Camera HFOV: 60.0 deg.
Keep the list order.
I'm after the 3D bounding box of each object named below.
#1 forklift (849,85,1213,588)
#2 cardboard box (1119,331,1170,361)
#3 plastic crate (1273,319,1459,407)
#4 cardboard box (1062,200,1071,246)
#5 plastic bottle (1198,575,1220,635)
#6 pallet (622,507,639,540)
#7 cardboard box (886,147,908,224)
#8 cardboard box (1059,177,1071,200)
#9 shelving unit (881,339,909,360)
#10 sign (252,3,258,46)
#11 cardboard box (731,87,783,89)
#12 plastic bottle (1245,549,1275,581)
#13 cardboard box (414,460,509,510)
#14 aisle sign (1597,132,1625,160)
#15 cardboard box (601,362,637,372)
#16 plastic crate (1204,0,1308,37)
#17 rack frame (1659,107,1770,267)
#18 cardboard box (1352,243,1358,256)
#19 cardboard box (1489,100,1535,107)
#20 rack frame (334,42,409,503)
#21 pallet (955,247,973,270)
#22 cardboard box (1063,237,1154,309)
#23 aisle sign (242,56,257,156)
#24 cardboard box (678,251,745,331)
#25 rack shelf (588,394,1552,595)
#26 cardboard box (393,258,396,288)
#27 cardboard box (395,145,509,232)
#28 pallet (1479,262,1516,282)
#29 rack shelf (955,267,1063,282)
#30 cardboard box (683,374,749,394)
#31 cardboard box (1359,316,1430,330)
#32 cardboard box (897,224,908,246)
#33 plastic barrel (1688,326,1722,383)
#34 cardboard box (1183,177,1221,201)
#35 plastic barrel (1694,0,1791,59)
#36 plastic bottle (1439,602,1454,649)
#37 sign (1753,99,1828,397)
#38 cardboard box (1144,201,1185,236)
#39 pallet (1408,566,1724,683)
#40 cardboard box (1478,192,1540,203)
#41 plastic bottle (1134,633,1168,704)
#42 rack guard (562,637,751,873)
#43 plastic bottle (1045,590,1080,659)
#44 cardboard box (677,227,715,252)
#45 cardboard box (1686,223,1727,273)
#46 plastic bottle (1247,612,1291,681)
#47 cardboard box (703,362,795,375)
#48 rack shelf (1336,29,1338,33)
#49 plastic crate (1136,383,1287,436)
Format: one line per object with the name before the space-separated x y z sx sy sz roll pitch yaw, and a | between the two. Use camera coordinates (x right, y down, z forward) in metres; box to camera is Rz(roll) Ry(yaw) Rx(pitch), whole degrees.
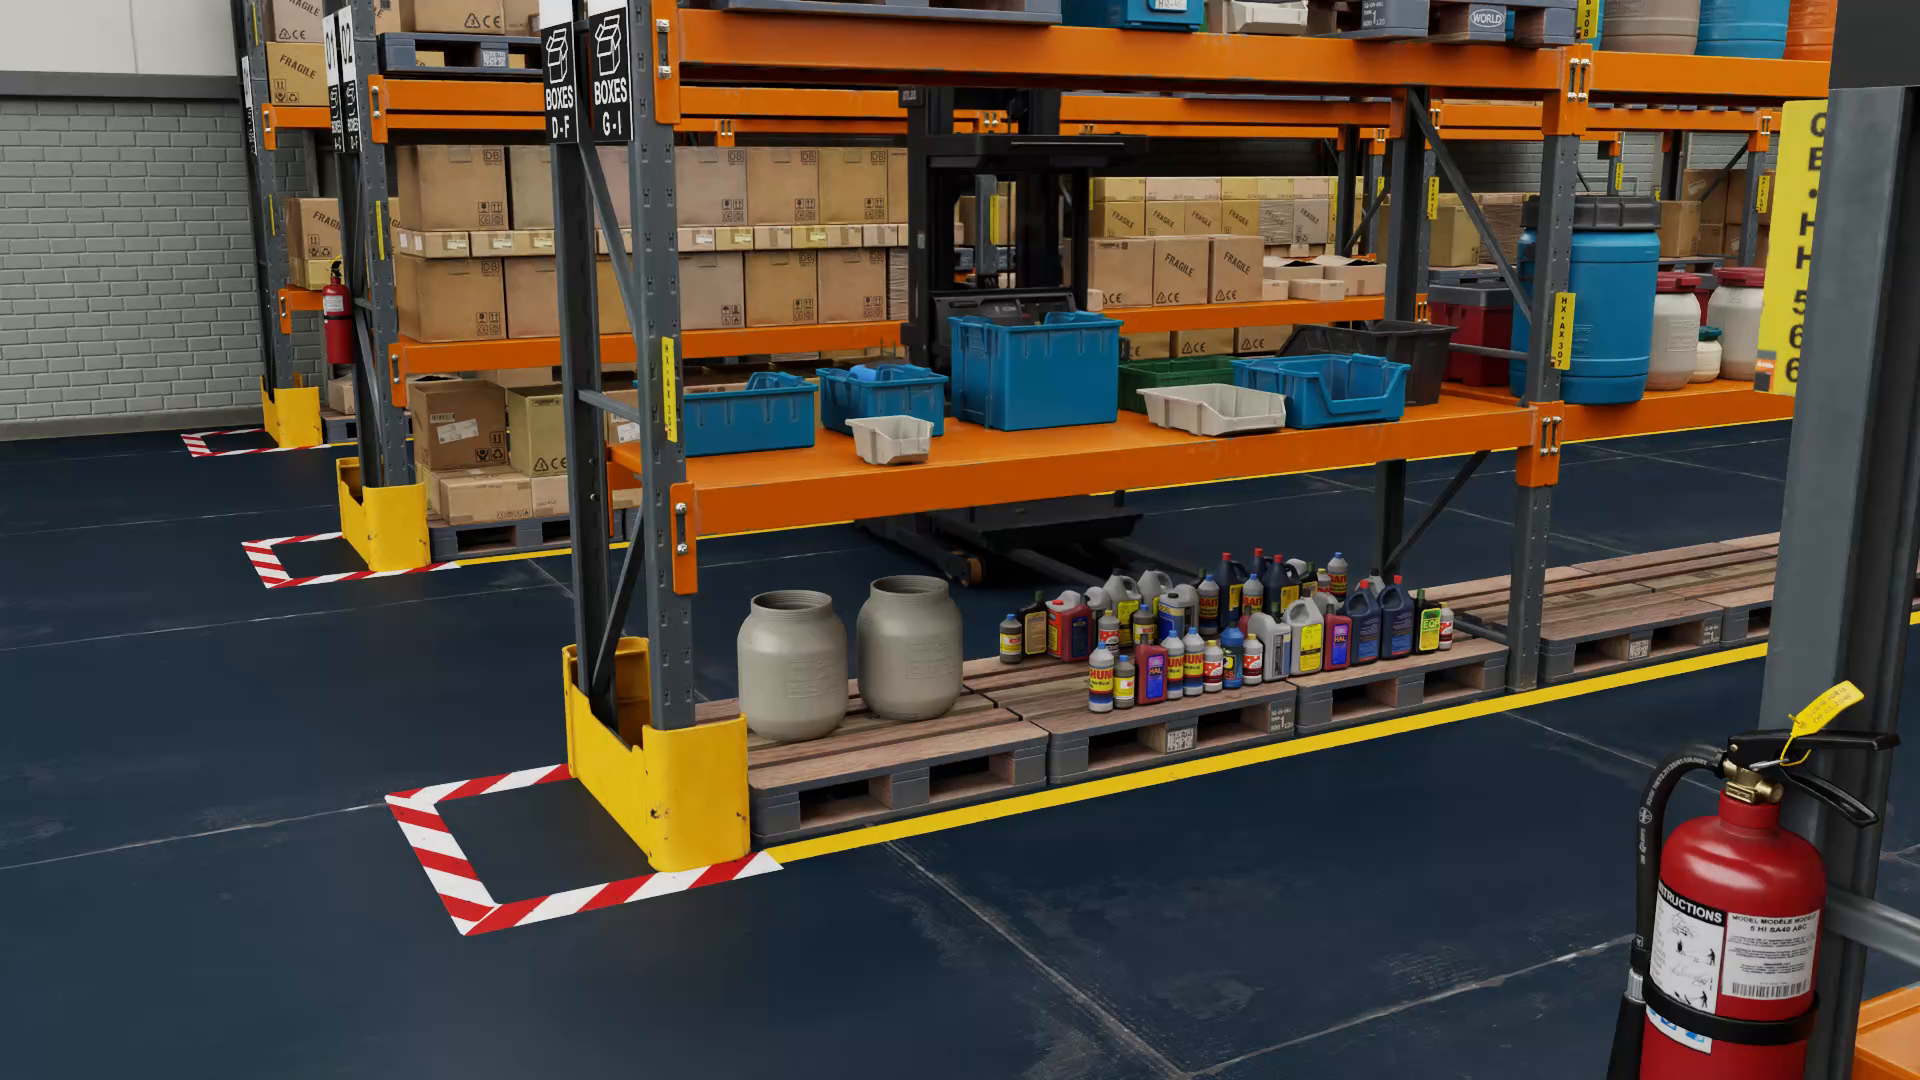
forklift | 0.378 -1.278 9.610 1.130 2.935 3.031 -6 14 -26
cardboard box | 1.803 -2.407 18.413 0.750 0.750 0.750 -7 14 -29
plastic crate | 1.811 -0.808 7.509 0.504 0.338 0.767 -7 14 -28
cardboard box | 1.383 -3.503 18.392 0.500 0.500 0.500 -7 14 -28
plastic bottle | 1.147 0.295 7.678 0.097 0.271 0.097 0 13 0
pallet | -1.829 -0.259 11.277 1.213 0.211 1.003 -7 14 -28
cardboard box | -0.425 -2.458 11.515 0.500 0.500 0.700 -7 14 -28
cardboard box | 1.369 -3.866 18.297 0.500 0.250 0.500 -6 14 -26
shelving unit | -0.395 -0.750 11.211 0.189 1.200 0.258 -6 14 -25
sign | -5.667 -4.143 13.362 0.005 0.325 0.100 -7 14 -28
cardboard box | -1.898 -4.537 15.922 0.500 0.500 0.500 -5 13 -20
plastic bottle | 1.424 0.214 7.858 0.185 0.351 0.144 -6 14 -26
cardboard box | -3.221 -0.380 10.771 0.500 0.250 0.500 -7 14 -28
aisle sign | 8.324 -5.259 21.222 0.004 0.787 0.394 -7 14 -28
cardboard box | -3.308 -1.656 15.828 0.500 0.500 0.500 -8 15 -32
plastic crate | 1.116 -1.957 6.241 0.396 0.136 0.243 -7 14 -28
rack frame | 6.983 -2.665 15.621 0.127 3.000 1.000 -7 14 -28
cardboard box | 4.445 -3.417 19.486 0.250 0.149 0.380 -7 14 -27
cardboard box | 4.286 -3.863 13.882 0.500 0.500 0.910 -7 14 -28
rack frame | -3.550 -1.403 10.011 0.127 3.000 1.000 -7 14 -28
pallet | -0.623 -2.889 17.052 1.213 0.211 1.003 -7 14 -28
cardboard box | 1.105 -2.006 12.462 0.500 0.500 0.500 -6 14 -24
aisle sign | -5.846 -3.560 13.676 0.004 0.787 0.394 -7 14 -28
cardboard box | -1.777 -1.662 10.934 0.500 0.500 0.700 -6 14 -26
rack shelf | 0.576 -0.307 6.782 4.000 0.370 1.077 -7 14 -28
cardboard box | -4.897 -2.341 14.477 0.500 0.250 0.500 -7 15 -30
cardboard box | -3.088 -2.137 10.090 0.500 0.500 0.700 -7 14 -28
pallet | 5.177 -2.356 14.685 1.213 0.211 1.003 -7 14 -28
rack shelf | -0.660 -2.638 17.135 4.000 0.370 1.077 -7 14 -28
cardboard box | -1.655 -0.803 10.944 0.500 0.500 0.500 -7 14 -28
cardboard box | 5.312 -2.664 20.351 0.500 0.500 0.700 -7 14 -27
cardboard box | -0.393 -2.094 11.375 0.250 0.149 0.380 -7 15 -29
plastic barrel | 3.566 -0.911 8.140 0.301 0.262 0.301 0 13 0
cardboard box | 2.525 -3.876 18.344 0.500 0.250 0.500 -7 14 -27
plastic barrel | 3.822 -2.810 8.289 0.708 0.901 0.600 -7 14 -28
plastic bottle | 2.162 0.380 7.460 0.097 0.201 0.097 0 13 0
sign | 0.945 -0.322 1.850 0.005 0.325 0.100 -7 14 -28
cardboard box | 2.108 -3.458 18.190 0.500 0.500 0.500 -6 14 -26
pallet | 3.002 0.401 8.344 1.213 0.211 1.003 -7 14 -28
cardboard box | 7.041 -4.053 21.101 0.700 0.700 0.980 -7 14 -28
plastic bottle | 0.768 0.512 6.689 0.133 0.283 0.061 -7 14 -27
rack guard | -1.136 0.754 6.118 0.348 0.500 1.175 -7 14 -28
plastic bottle | 0.456 0.367 7.347 0.135 0.276 0.152 -7 14 -27
cardboard box | -1.753 -1.930 10.646 0.250 0.149 0.380 -7 14 -27
cardboard box | 7.299 -2.816 16.063 0.500 0.500 0.500 -7 14 -27
plastic bottle | 1.307 0.439 7.028 0.135 0.276 0.152 -7 14 -27
cardboard box | -1.474 -0.959 11.639 0.500 0.500 0.500 -7 14 -28
rack shelf | 6.361 -6.211 20.260 4.000 0.370 1.077 -7 14 -28
plastic crate | 1.027 -0.521 6.691 0.437 0.136 0.530 -7 14 -28
